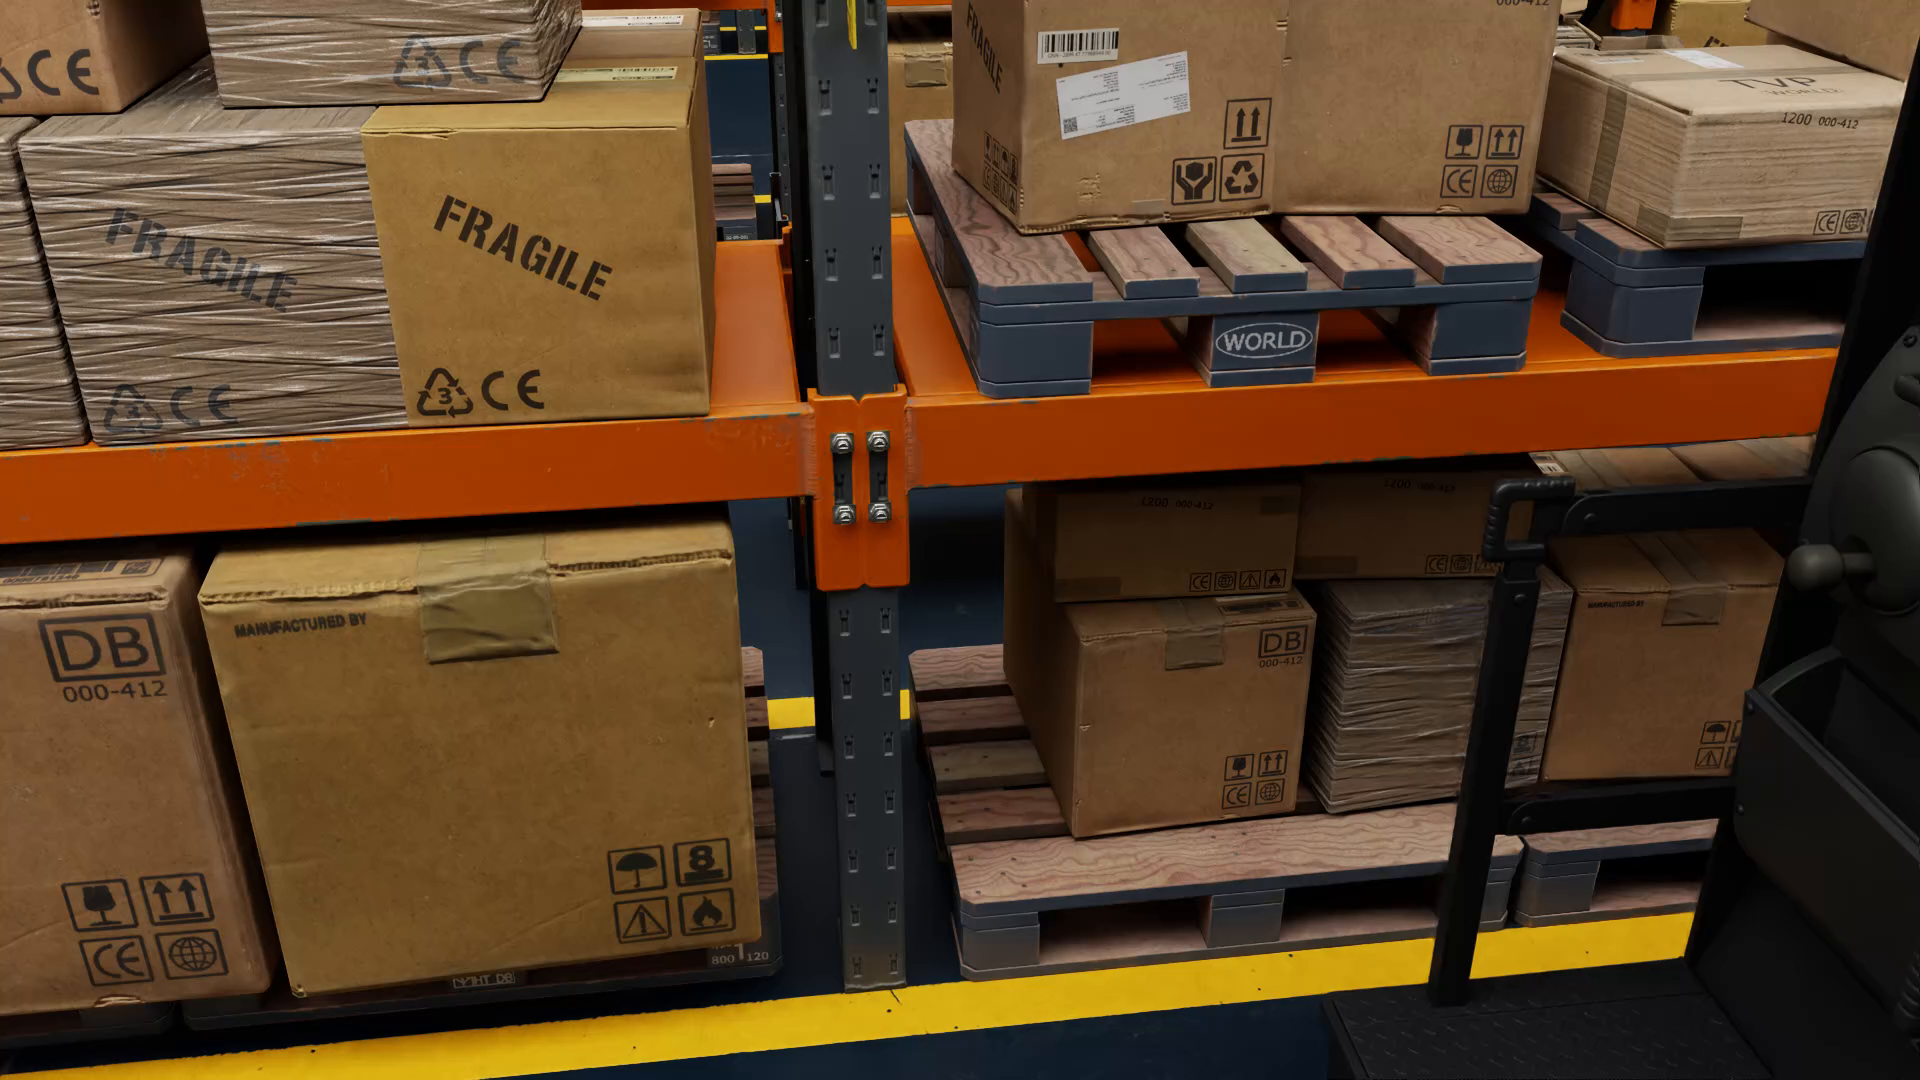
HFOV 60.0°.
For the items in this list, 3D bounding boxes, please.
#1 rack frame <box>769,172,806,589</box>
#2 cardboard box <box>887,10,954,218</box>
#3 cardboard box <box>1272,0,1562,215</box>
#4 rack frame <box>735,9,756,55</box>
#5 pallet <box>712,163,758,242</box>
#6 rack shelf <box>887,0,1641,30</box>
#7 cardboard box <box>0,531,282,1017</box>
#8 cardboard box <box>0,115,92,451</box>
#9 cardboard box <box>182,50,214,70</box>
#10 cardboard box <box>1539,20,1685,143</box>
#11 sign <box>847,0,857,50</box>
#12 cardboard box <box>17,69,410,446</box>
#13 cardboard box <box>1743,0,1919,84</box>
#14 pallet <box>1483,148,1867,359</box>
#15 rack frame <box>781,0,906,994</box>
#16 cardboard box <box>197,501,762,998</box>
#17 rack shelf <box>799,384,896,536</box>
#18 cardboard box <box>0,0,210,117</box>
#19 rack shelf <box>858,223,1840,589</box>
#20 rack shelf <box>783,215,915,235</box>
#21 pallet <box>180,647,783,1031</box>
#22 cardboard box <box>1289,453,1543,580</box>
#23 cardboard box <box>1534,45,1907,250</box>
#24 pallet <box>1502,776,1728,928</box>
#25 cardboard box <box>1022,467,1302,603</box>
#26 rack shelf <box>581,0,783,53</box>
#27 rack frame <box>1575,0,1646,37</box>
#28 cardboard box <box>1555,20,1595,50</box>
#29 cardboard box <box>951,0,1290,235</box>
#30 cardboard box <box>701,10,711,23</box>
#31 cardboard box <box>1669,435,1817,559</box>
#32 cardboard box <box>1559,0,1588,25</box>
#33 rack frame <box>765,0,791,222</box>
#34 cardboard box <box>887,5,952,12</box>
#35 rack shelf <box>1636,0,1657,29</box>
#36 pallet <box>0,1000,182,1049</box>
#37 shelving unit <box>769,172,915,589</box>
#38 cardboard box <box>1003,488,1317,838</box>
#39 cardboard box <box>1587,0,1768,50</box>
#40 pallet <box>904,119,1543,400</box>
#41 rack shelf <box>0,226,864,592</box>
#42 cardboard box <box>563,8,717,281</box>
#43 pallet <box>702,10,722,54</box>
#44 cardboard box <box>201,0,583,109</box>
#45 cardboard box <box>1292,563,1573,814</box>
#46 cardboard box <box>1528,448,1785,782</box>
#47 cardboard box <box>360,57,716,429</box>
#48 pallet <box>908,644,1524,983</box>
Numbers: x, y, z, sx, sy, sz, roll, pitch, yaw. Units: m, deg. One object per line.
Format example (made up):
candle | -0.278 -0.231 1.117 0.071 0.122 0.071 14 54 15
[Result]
rack frame | -0.510 -0.468 4.929 0.032 1.125 0.500 -4 27 -7
cardboard box | -0.219 -2.061 7.986 0.750 0.750 1.050 -4 27 -8
cardboard box | 0.825 -0.993 3.330 0.500 0.500 0.700 0 27 1
rack frame | -1.624 -5.109 11.921 0.127 3.000 1.000 -4 27 -7
pallet | -1.608 -1.588 8.113 1.213 0.211 1.003 -4 27 -7
rack shelf | 1.146 -2.685 7.984 4.000 0.370 1.077 -4 27 -7
cardboard box | -1.813 0.217 3.408 0.875 0.875 1.225 -4 27 -7
cardboard box | -1.706 -0.466 2.764 0.500 0.500 0.500 -5 28 -9
cardboard box | -1.273 -0.732 3.280 0.500 0.500 0.500 -4 27 -9
cardboard box | 1.370 -0.984 3.569 0.258 0.266 0.396 -4 27 -9
sign | -0.163 -0.893 2.437 0.005 0.325 0.100 -4 27 -7
cardboard box | -1.192 -0.501 2.831 0.500 0.500 0.500 -4 27 -8
cardboard box | 2.014 -0.964 3.270 0.637 0.503 0.797 -1 27 -2
pallet | 1.711 -0.688 3.515 1.213 0.211 1.003 -4 27 -7
rack frame | -0.243 -0.629 3.190 0.127 3.000 1.000 -4 27 -7
cardboard box | -0.929 0.164 3.512 0.875 0.875 1.225 -5 28 -10
rack shelf | -0.007 -0.282 5.104 1.000 0.278 0.538 -4 27 -7
cardboard box | -1.615 -1.040 2.783 0.637 0.503 0.797 -3 27 -6
rack shelf | 1.737 -0.436 3.602 4.000 0.370 1.077 -4 27 -7
rack shelf | -0.007 -0.760 4.859 1.000 0.278 0.538 -4 27 -7
pallet | -1.034 0.628 3.795 1.213 0.211 1.003 -4 27 -7
cardboard box | 0.940 -0.141 3.673 0.500 0.250 0.500 -1 27 -1
cardboard box | 1.449 -0.752 3.133 0.500 0.250 0.500 -4 27 -9
pallet | 1.736 0.487 4.070 1.213 0.211 1.003 -4 27 -7
cardboard box | 0.416 -0.102 3.598 0.500 0.250 0.500 -3 27 -5
rack shelf | -2.815 -2.430 7.488 4.000 0.370 1.077 -4 27 -7
rack frame | 3.127 -3.132 8.068 0.127 3.000 1.000 -4 27 -7
cardboard box | 2.525 -2.238 8.329 0.750 0.750 1.050 -4 27 -7
cardboard box | 0.286 -0.913 3.173 0.500 0.500 0.500 -7 28 -13
cardboard box | -2.319 -4.344 12.298 0.875 0.875 0.875 -4 27 -8
cardboard box | 2.078 0.120 3.986 0.500 0.500 0.700 -6 28 -12
cardboard box | 3.987 -3.248 10.880 0.503 0.637 0.797 -4 27 -7
rack frame | -0.834 -2.877 7.572 0.127 3.000 1.000 -4 27 -7
cardboard box | -0.333 -4.208 12.585 0.625 0.372 0.950 -4 27 -8
rack shelf | 5.107 -2.939 8.480 4.000 0.370 1.077 -4 27 -7
pallet | -2.240 0.704 3.647 1.213 0.211 1.003 -4 27 -7
shelving unit | -0.007 -0.500 4.992 1.048 1.125 0.538 -4 27 -7
cardboard box | 0.417 0.236 3.761 0.500 0.500 0.700 -5 28 -10
cardboard box | 3.759 -2.382 8.473 0.875 0.875 0.875 -3 27 -6
pallet | 0.448 -0.637 3.416 1.003 0.211 1.213 -4 27 -7
rack shelf | -2.224 -0.181 3.106 4.000 0.370 1.077 -4 27 -7
cardboard box | -0.762 -0.765 3.346 0.500 0.500 0.500 -3 27 -6
pallet | -2.415 -3.852 12.526 1.213 0.211 1.003 -4 27 -7
cardboard box | -0.969 -1.080 2.861 0.637 0.503 0.797 -3 27 -5
cardboard box | 0.965 0.195 3.841 0.500 0.500 0.700 -6 28 -11
cardboard box | 1.525 0.156 3.917 0.500 0.500 0.700 -1 27 -3
cardboard box | -0.697 -0.530 2.887 0.500 0.500 0.500 -3 27 -6
pallet | 0.531 0.563 3.922 1.213 0.211 1.003 -4 27 -7
